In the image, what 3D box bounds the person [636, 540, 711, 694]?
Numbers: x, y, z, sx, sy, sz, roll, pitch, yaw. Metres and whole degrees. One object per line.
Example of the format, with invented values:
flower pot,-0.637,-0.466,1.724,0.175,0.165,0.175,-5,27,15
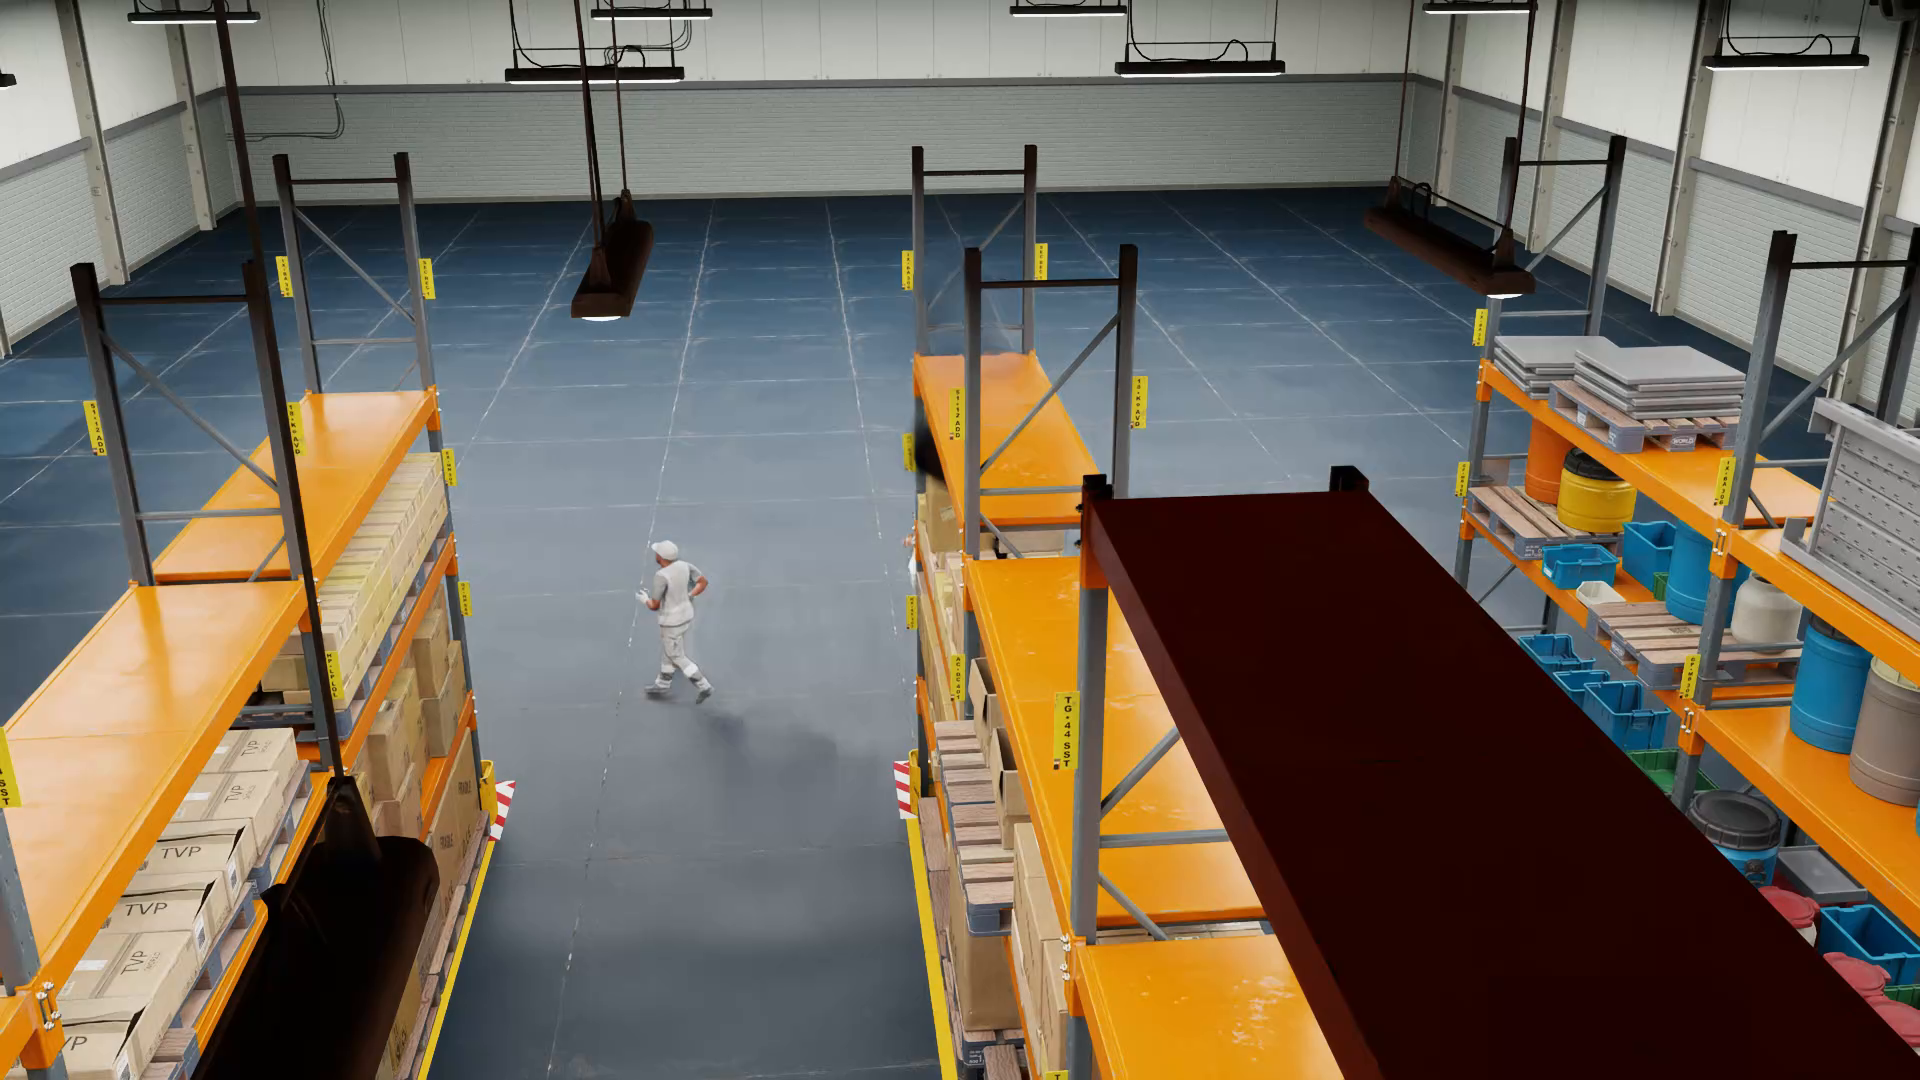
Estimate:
person,-2.873,0.812,17.040,0.879,1.700,0.668,11,24,26
